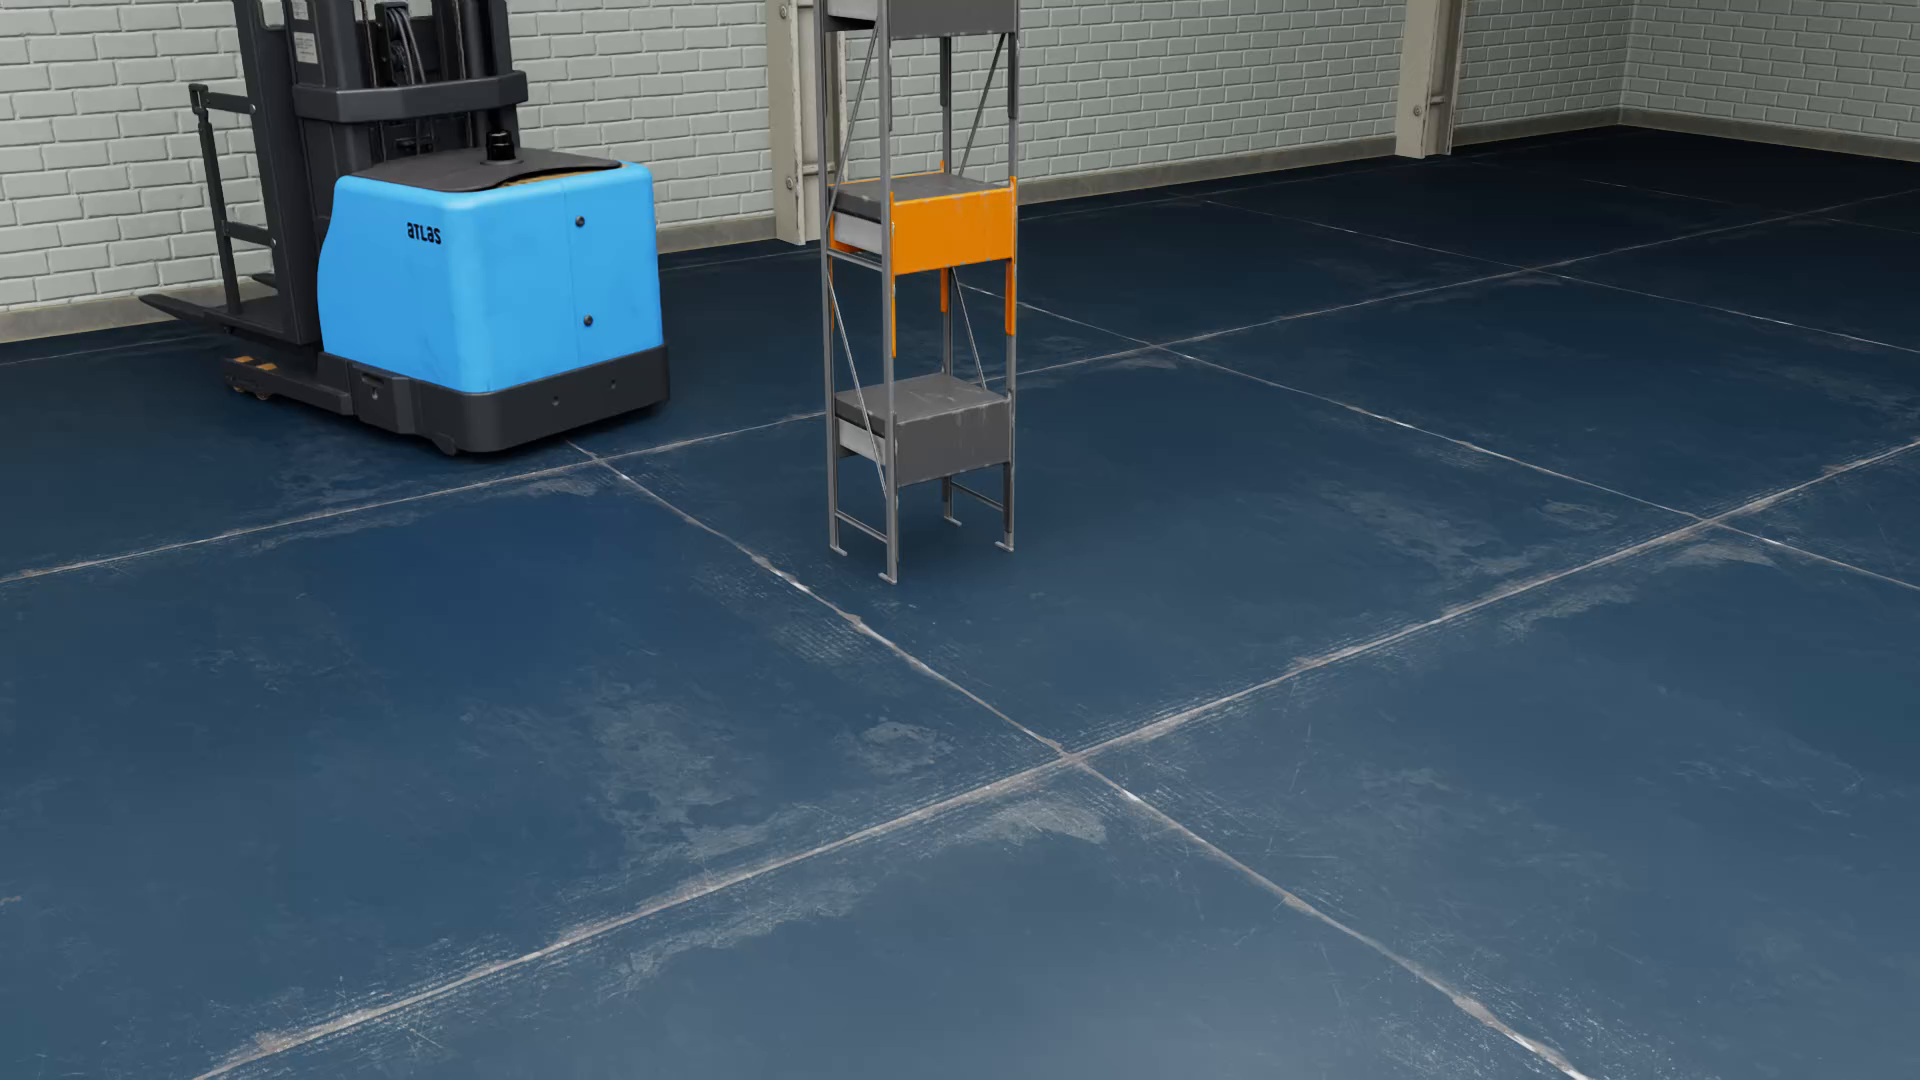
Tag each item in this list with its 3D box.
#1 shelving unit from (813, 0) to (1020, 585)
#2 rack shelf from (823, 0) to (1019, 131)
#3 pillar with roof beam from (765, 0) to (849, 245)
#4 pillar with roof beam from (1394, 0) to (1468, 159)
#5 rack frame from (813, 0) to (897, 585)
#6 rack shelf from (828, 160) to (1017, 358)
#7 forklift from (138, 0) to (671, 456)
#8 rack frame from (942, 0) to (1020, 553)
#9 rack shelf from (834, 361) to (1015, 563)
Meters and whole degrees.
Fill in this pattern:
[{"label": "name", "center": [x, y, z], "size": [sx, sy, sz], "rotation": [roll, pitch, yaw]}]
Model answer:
[{"label": "shelving unit", "center": [-0.134, -0.939, 5.417], "size": [0.503, 2.100, 0.431], "rotation": [-15, 26, -33]}, {"label": "rack shelf", "center": [-0.134, -1.577, 5.163], "size": [0.480, 0.518, 0.431], "rotation": [-15, 26, -33]}, {"label": "pillar with roof beam", "center": [1.554, -4.854, 5.918], "size": [0.400, 9.000, 9.100], "rotation": [-15, 26, -33]}, {"label": "pillar with roof beam", "center": [6.424, -6.152, 9.173], "size": [0.400, 9.000, 9.100], "rotation": [-15, 26, -33]}, {"label": "rack frame", "center": [-0.332, -0.887, 5.285], "size": [0.015, 2.100, 0.400], "rotation": [-15, 26, -33]}, {"label": "rack shelf", "center": [-0.134, -0.927, 5.423], "size": [0.480, 0.518, 0.431], "rotation": [-15, 26, -33]}, {"label": "forklift", "center": [-2.736, -2.123, 7.262], "size": [3.031, 2.935, 1.130], "rotation": [16, 27, 35]}, {"label": "rack frame", "center": [0.064, -0.992, 5.550], "size": [0.015, 2.100, 0.400], "rotation": [-15, 26, -33]}, {"label": "rack shelf", "center": [-0.134, -0.277, 5.682], "size": [0.480, 0.518, 0.431], "rotation": [-15, 26, -33]}]
